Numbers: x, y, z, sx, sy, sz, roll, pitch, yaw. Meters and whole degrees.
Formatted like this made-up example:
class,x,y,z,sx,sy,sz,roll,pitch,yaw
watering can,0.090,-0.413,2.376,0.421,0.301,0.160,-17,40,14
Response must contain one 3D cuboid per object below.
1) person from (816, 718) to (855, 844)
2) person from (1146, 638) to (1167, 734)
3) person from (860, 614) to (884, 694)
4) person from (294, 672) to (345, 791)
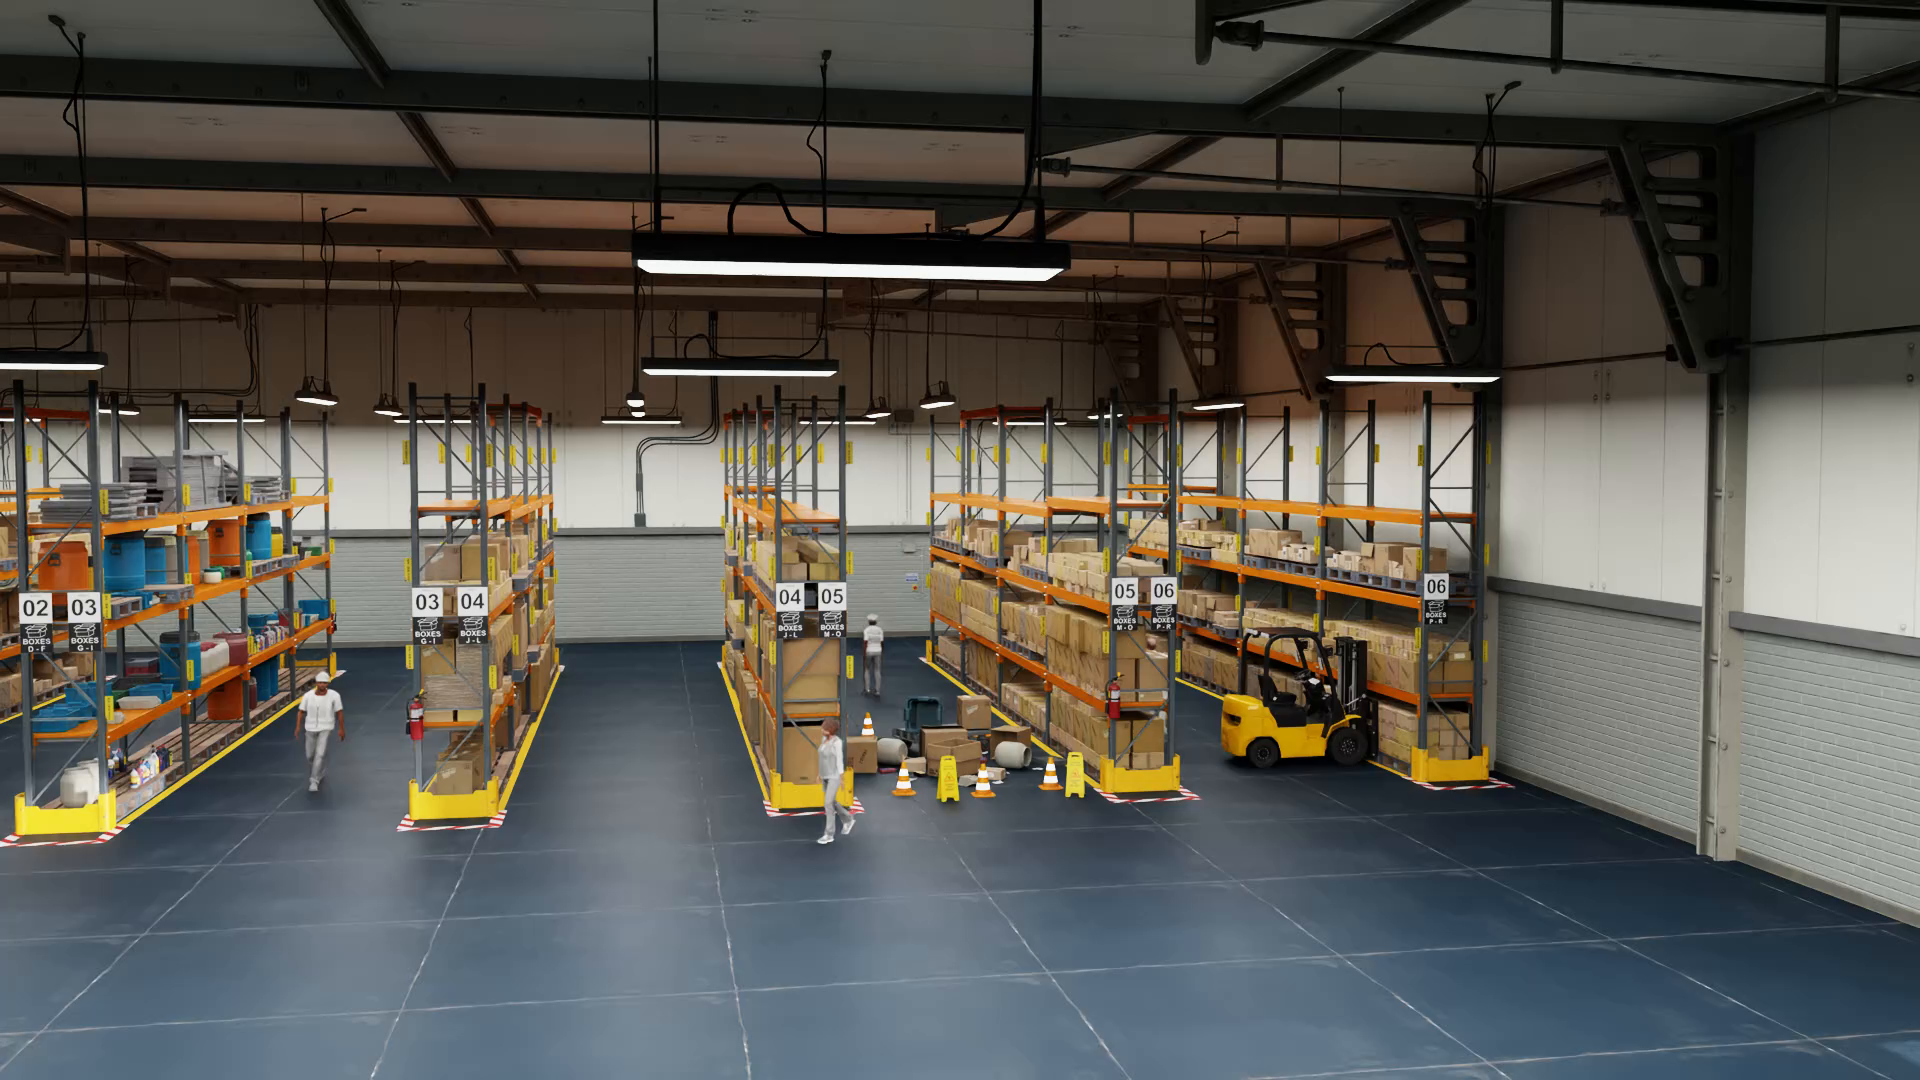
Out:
class,x,y,z,sx,sy,sz,roll,pitch,yaw
person,-1.628,3.103,21.647,0.684,1.590,0.402,-2,3,-33
person,3.417,2.606,29.366,0.619,1.737,0.572,0,3,-1
person,-1.821,2.418,34.874,0.490,1.734,0.612,-1,3,-21
person,-9.668,2.865,25.109,0.677,1.738,0.847,0,3,-8
